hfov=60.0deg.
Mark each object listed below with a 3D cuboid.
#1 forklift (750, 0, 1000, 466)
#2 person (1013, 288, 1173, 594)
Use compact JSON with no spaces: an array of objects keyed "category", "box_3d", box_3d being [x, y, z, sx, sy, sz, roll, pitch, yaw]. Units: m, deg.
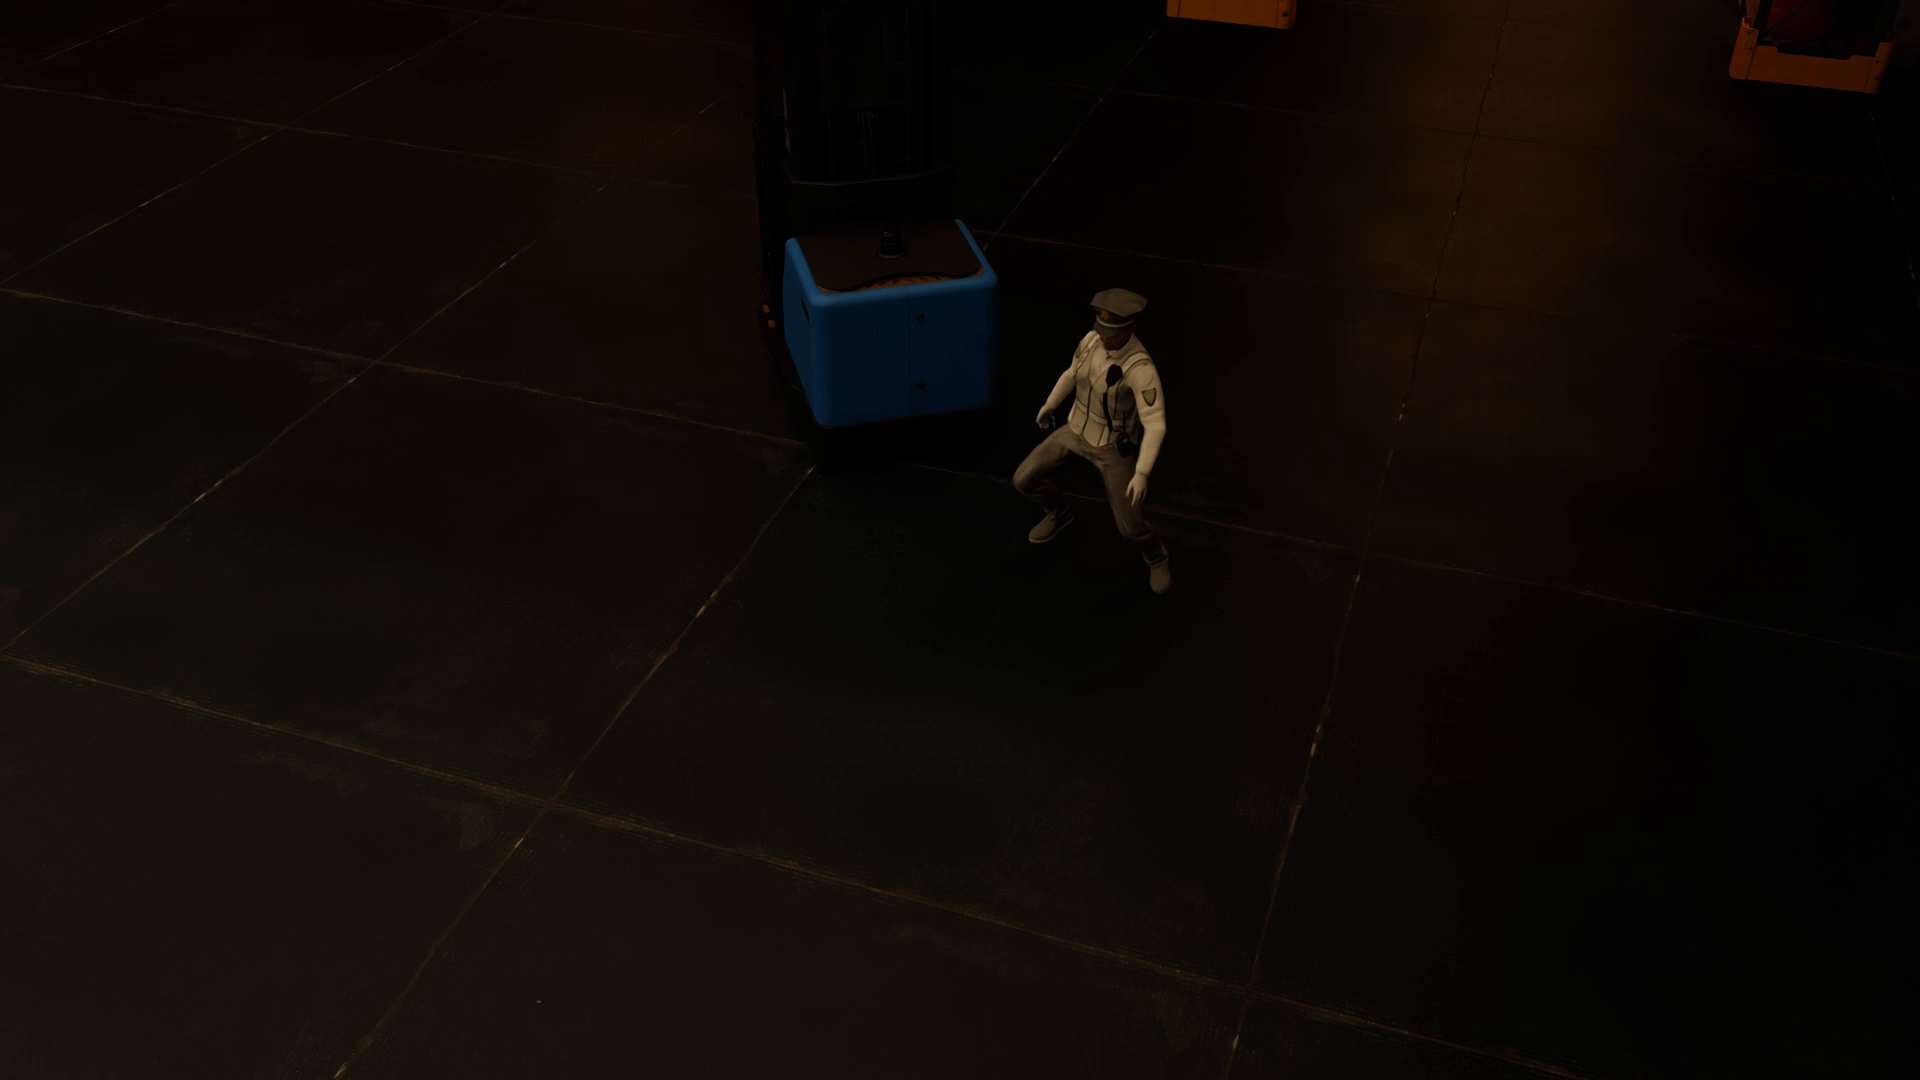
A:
[{"category":"forklift","box_3d":[-0.651,-2.454,9.572,1.130,2.935,3.031,-9,36,-12]},{"category":"person","box_3d":[0.691,-0.482,8.016,0.612,1.558,0.869,-24,42,-30]}]
